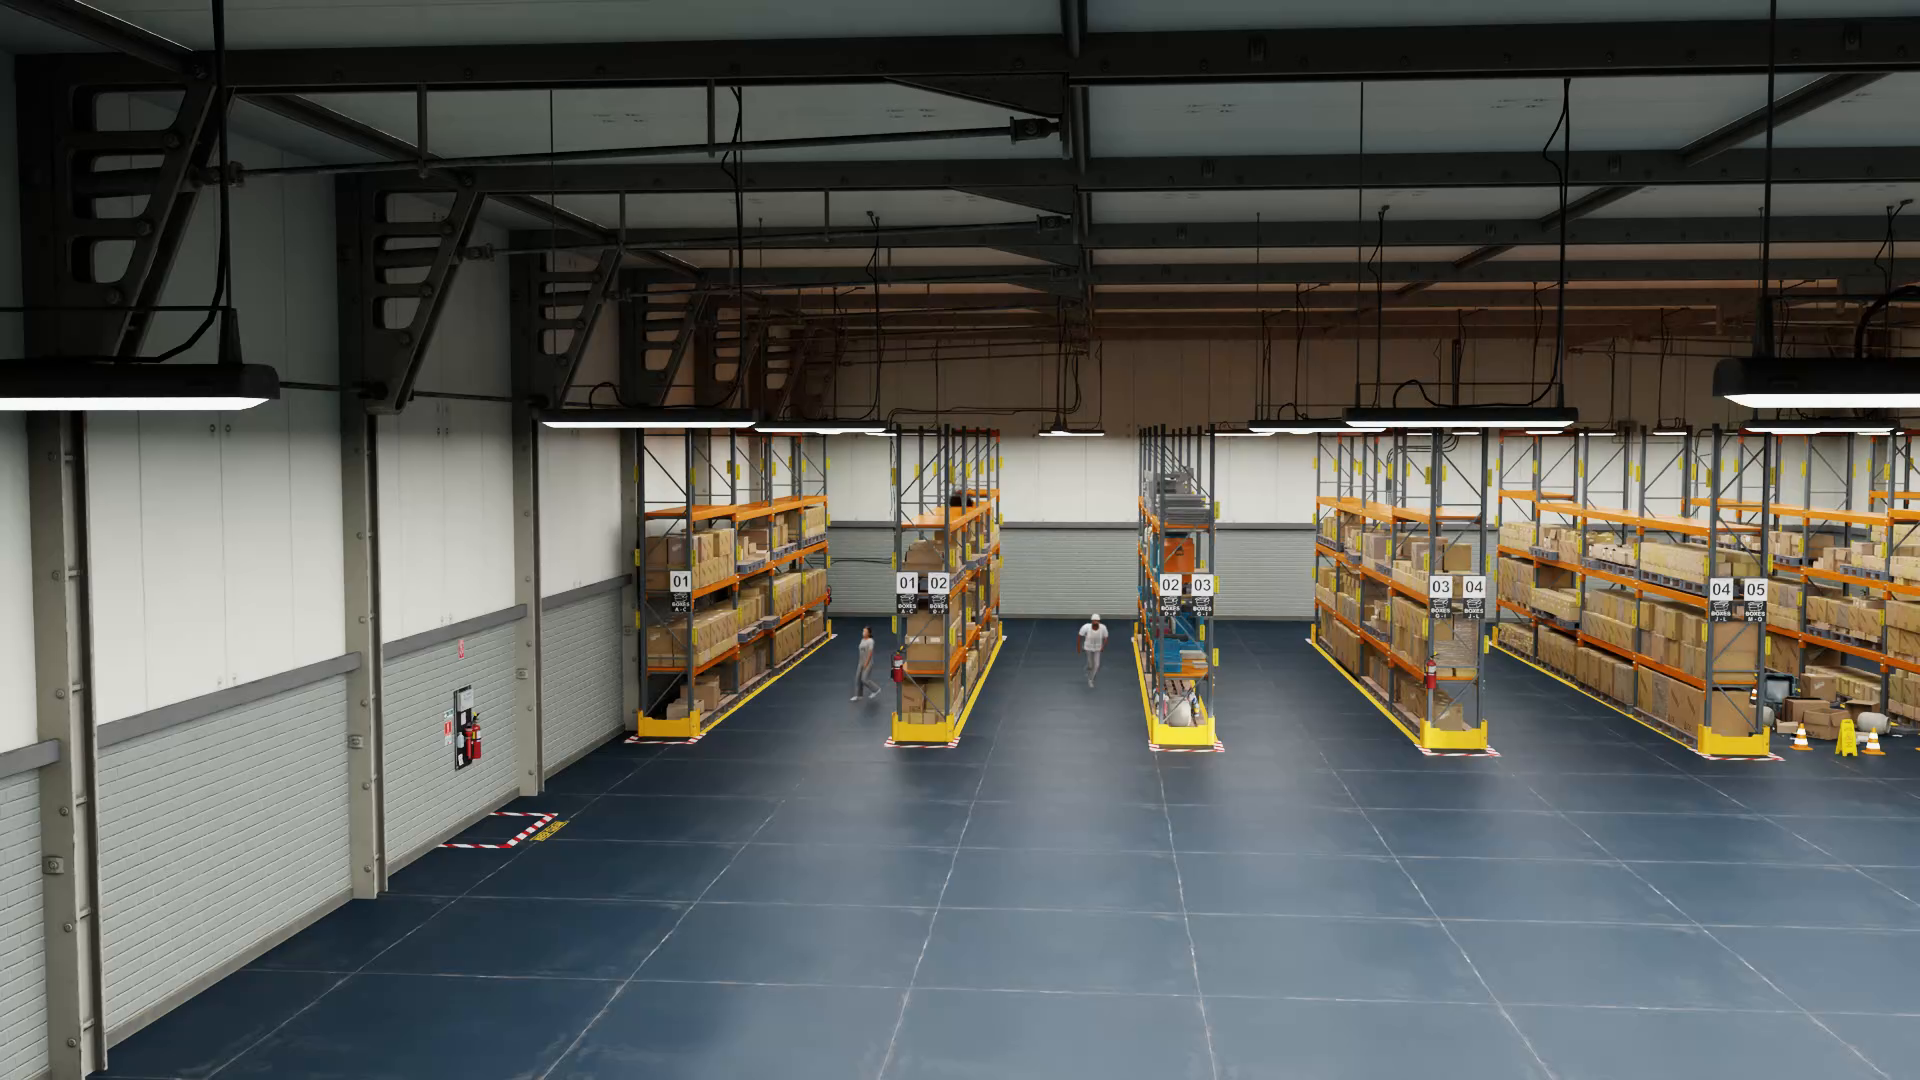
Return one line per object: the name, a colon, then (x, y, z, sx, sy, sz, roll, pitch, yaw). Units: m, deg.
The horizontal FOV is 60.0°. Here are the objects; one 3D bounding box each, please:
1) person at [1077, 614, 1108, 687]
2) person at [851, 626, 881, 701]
person: (3.087, 2.542, 38.430, 0.691, 1.696, 0.634, -1, 4, -13)
person: (-2.043, 2.697, 36.242, 0.567, 1.654, 0.523, 3, 5, 44)
